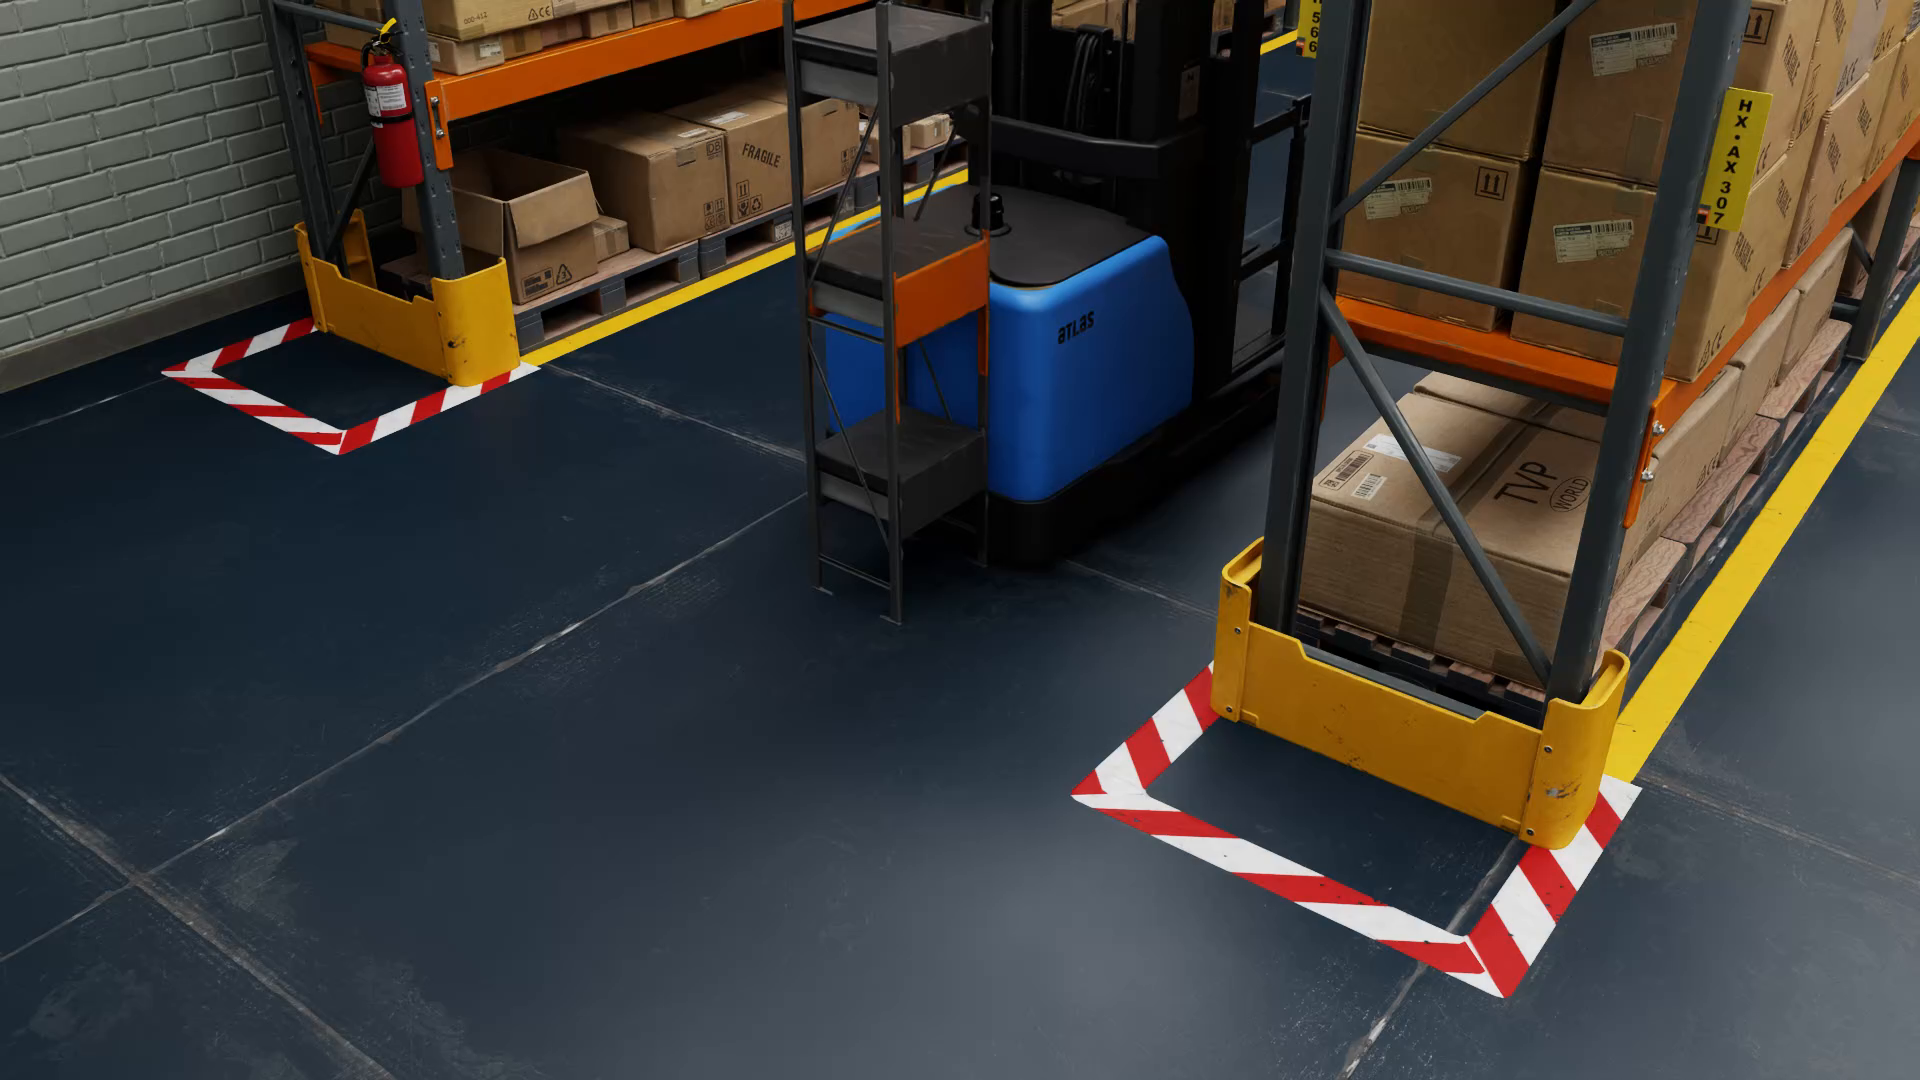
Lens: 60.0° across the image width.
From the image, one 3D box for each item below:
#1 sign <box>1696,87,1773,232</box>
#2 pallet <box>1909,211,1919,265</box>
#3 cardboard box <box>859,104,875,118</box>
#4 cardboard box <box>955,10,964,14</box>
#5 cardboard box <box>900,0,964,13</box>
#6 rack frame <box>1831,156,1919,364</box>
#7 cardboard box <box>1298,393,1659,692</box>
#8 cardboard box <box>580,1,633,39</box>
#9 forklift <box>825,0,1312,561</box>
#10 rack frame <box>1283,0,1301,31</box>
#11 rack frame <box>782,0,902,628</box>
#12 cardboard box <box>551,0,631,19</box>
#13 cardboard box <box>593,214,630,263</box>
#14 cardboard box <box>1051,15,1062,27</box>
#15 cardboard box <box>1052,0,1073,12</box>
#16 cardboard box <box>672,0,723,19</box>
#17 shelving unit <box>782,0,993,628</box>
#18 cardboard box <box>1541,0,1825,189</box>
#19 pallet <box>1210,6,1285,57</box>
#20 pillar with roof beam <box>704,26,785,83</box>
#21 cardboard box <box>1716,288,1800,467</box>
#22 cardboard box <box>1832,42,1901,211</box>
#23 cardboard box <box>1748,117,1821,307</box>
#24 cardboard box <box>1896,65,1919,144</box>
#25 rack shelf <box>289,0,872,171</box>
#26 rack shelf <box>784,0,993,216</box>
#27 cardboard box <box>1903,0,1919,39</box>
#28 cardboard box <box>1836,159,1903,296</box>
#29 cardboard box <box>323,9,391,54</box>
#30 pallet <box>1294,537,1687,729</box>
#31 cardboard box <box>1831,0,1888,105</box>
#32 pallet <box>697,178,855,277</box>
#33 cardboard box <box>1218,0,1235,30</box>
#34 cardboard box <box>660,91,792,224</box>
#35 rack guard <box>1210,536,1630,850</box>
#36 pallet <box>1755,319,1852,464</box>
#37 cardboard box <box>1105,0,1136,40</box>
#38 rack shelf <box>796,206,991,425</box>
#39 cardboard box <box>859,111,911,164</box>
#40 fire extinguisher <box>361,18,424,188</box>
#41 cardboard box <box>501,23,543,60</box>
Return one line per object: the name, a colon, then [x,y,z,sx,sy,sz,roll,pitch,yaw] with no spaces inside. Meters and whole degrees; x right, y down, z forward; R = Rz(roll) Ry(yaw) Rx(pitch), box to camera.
sign: [1.800,-0.883,3.871,0.100,0.325,0.005,21,37,31]
pallet: [4.918,-1.911,9.267,1.003,0.211,1.213,21,37,31]
cardboard box: [-0.771,-2.630,9.971,0.500,0.311,0.500,23,37,33]
cardboard box: [-0.123,-3.198,10.743,0.500,0.500,0.500,21,37,31]
cardboard box: [-0.191,-3.424,10.490,0.380,0.149,0.250,20,36,29]
rack frame: [3.776,-2.276,7.148,1.000,3.000,0.127,21,37,31]
cardboard box: [1.680,-0.027,5.455,0.875,0.438,0.875,20,36,30]
cardboard box: [-1.732,-2.436,7.665,0.380,0.149,0.250,22,37,33]
forklift: [0.788,-1.871,6.532,1.130,2.935,3.031,22,37,32]
rack frame: [2.231,-5.428,12.466,1.000,3.000,0.127,21,37,31]
rack frame: [-0.364,-0.667,5.316,0.400,2.100,0.015,22,37,32]
cardboard box: [-1.805,-2.546,7.459,0.500,0.250,0.500,22,37,32]
cardboard box: [-1.866,-1.510,8.240,0.380,0.149,0.250,20,36,29]
cardboard box: [0.288,-3.034,10.468,0.500,0.500,0.500,23,38,33]
cardboard box: [0.497,-3.494,10.607,0.380,0.149,0.250,19,36,29]
cardboard box: [-1.363,-2.625,7.984,0.380,0.149,0.250,20,36,30]
shelving unit: [-0.214,-0.765,5.481,0.431,2.100,0.503,22,37,32]
cardboard box: [1.878,-1.230,4.305,0.500,0.500,0.500,20,36,30]
pallet: [1.750,-3.936,12.685,1.003,0.211,1.213,21,37,31]
pillar with roof beam: [2.110,-5.052,5.948,9.100,9.000,0.400,21,37,31]
cardboard box: [2.772,-0.768,6.705,0.875,0.438,0.875,20,36,30]
cardboard box: [2.774,-1.424,5.612,0.500,0.500,0.500,22,37,33]
cardboard box: [2.163,-1.014,4.920,0.500,0.500,0.500,21,36,31]
cardboard box: [3.394,-1.841,6.316,0.500,0.500,0.500,20,36,30]
rack shelf: [-1.391,-2.679,8.534,1.077,0.370,4.000,21,37,31]
rack shelf: [-0.214,-1.355,5.131,0.431,0.518,0.480,22,37,32]
cardboard box: [3.099,-2.058,5.702,0.500,0.500,0.500,22,37,32]
cardboard box: [4.087,-1.819,8.049,0.875,0.875,0.875,22,37,33]
cardboard box: [-2.612,-2.285,7.410,0.380,0.149,0.250,21,36,31]
pallet: [1.782,0.201,5.704,1.003,0.211,1.213,21,37,31]
cardboard box: [2.489,-1.654,5.020,0.500,0.500,0.500,21,36,31]
pallet: [-1.335,-1.825,9.123,1.003,0.211,1.213,21,37,31]
cardboard box: [1.837,-4.095,12.257,0.500,0.500,0.500,21,36,31]
cardboard box: [-1.207,-2.020,8.757,0.500,0.500,0.500,22,37,32]
rack guard: [1.347,0.435,5.025,1.175,0.500,0.348,21,37,31]
pallet: [3.255,-0.791,7.378,1.003,0.211,1.213,21,37,31]
cardboard box: [0.906,-3.455,11.178,0.500,0.500,0.500,20,36,30]
rack shelf: [-0.214,-0.753,5.488,0.431,0.518,0.480,22,37,32]
cardboard box: [-0.501,-2.344,9.533,0.396,0.266,0.258,23,37,33]
fire extinguisher: [-2.318,-1.780,6.753,0.296,0.674,0.183,21,37,31]
cardboard box: [-2.064,-2.235,7.325,0.380,0.149,0.250,22,37,32]
